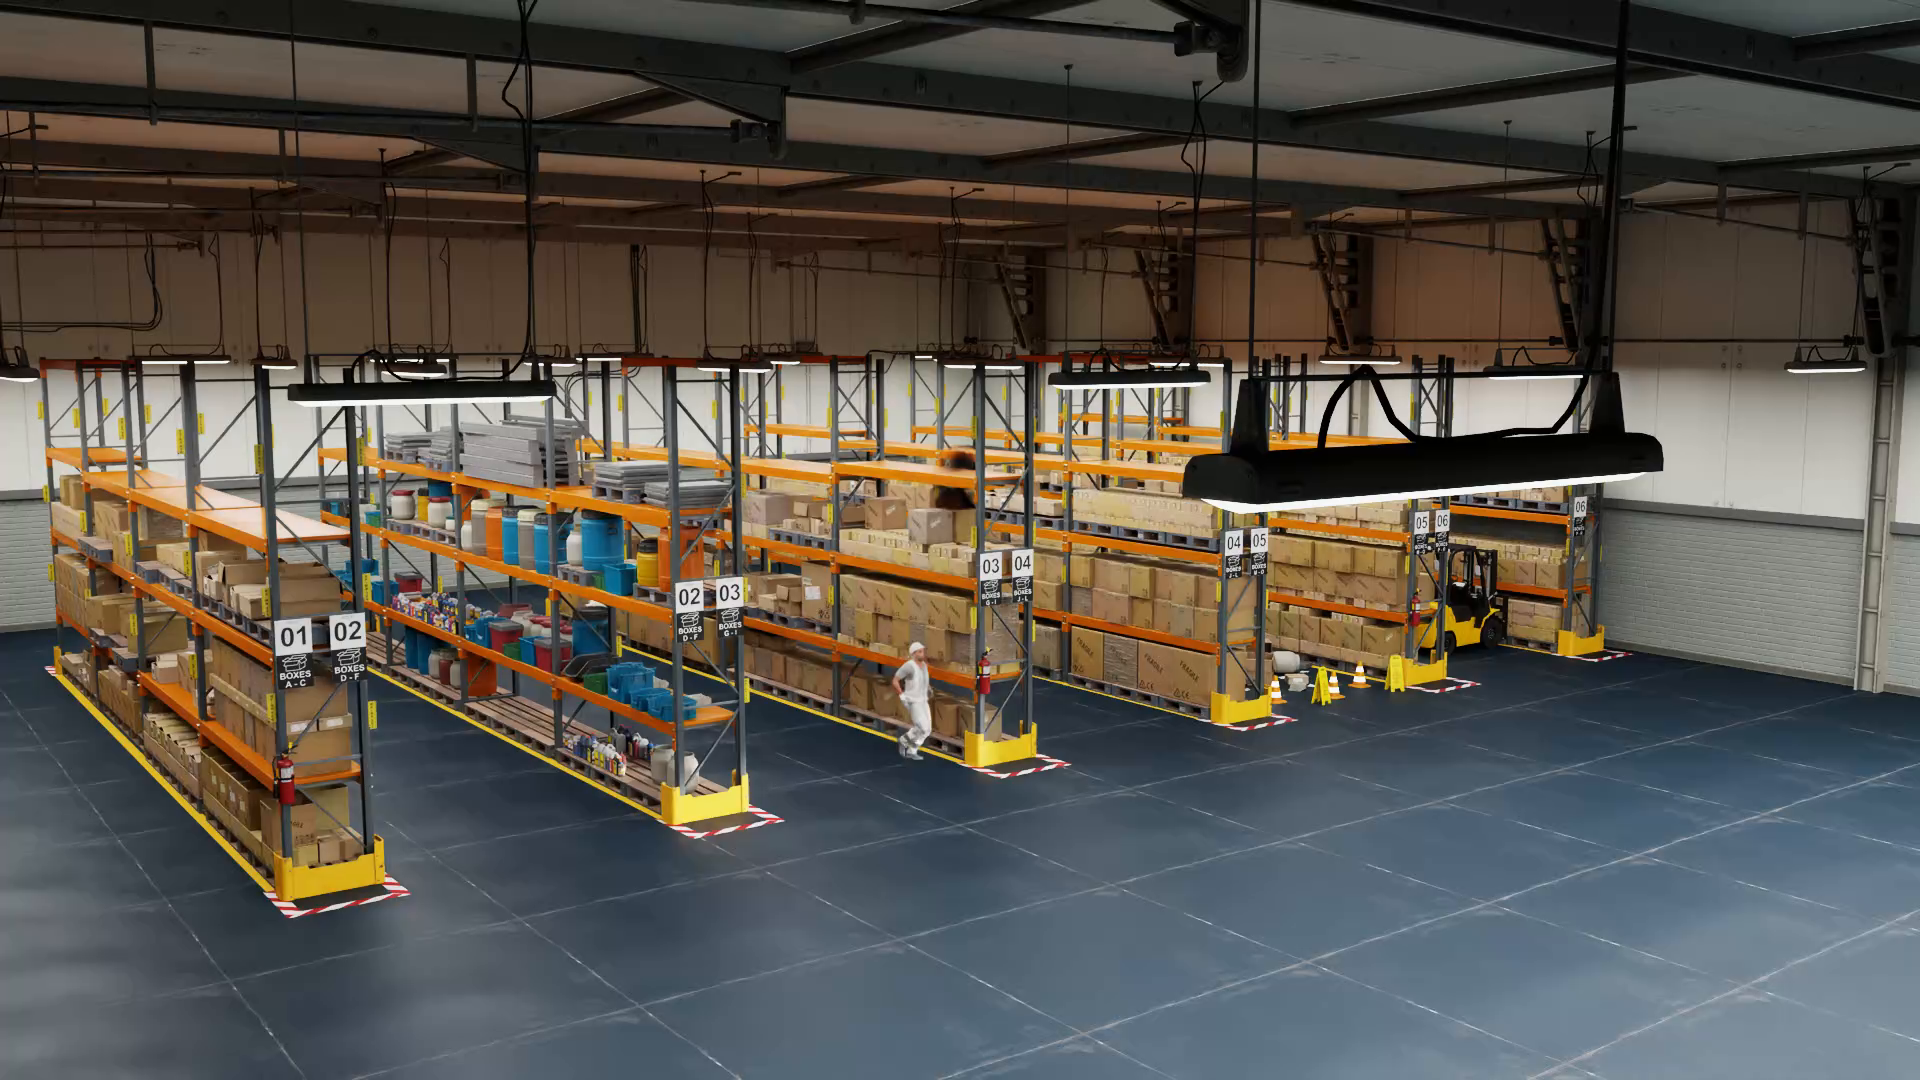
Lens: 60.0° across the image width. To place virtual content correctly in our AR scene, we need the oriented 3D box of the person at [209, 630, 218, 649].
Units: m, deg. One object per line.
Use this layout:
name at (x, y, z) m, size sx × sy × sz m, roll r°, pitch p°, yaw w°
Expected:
person at (-14.268, 1.650, 31.857) m, size 1.010 × 1.700 × 0.664 m, roll 6°, pitch 9°, yaw 39°

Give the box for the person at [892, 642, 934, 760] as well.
person at (-0.613, 2.323, 24.043) m, size 0.524 × 1.694 × 0.664 m, roll 4°, pitch 8°, yaw 31°

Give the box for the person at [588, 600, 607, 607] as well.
person at (-6.885, 1.686, 31.949) m, size 0.565 × 1.663 × 0.485 m, roll -6°, pitch 9°, yaw -41°
